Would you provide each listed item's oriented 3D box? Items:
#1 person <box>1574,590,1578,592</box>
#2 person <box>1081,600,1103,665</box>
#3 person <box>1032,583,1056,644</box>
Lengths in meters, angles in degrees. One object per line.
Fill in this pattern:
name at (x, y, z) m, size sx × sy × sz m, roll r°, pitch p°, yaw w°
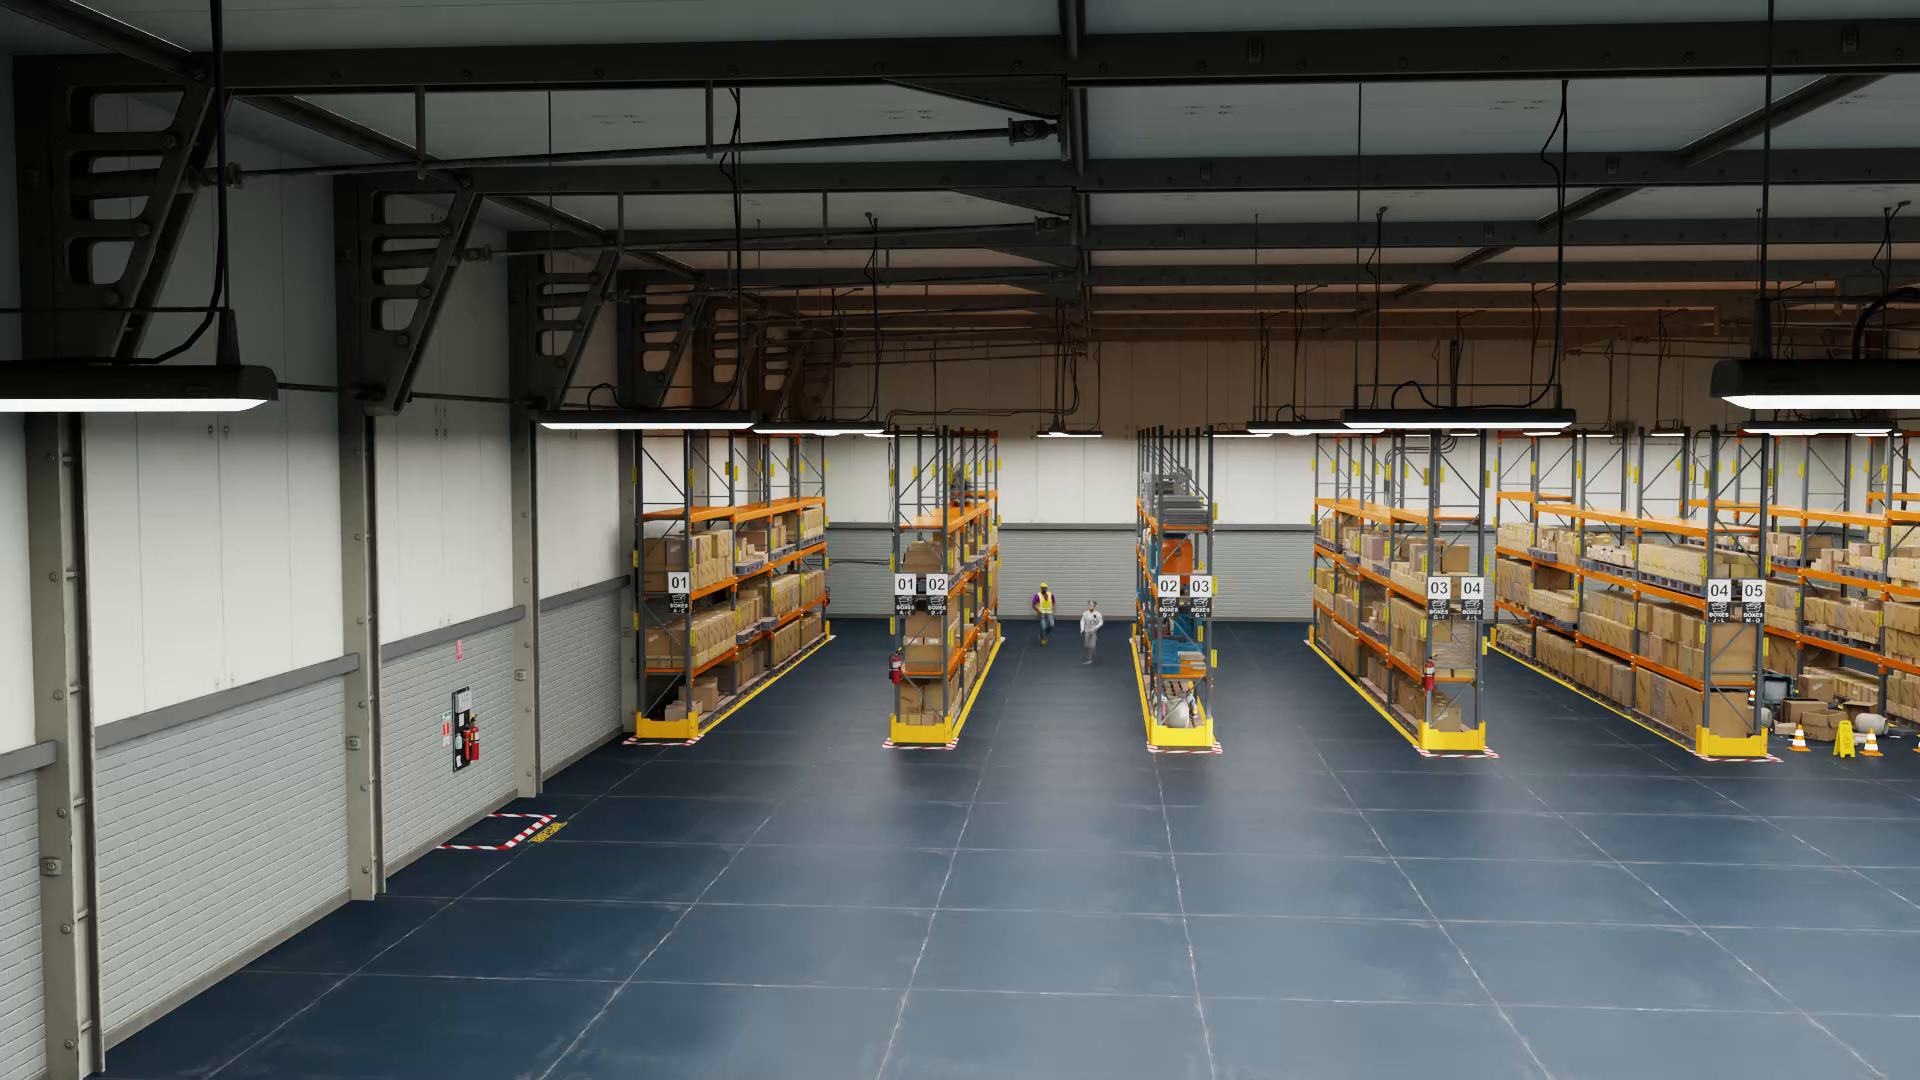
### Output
person at (16.850, 2.160, 45.693) m, size 0.639 × 1.655 × 0.628 m, roll -1°, pitch 3°, yaw -10°
person at (3.342, 2.362, 42.414) m, size 0.609 × 1.655 × 0.532 m, roll 1°, pitch 4°, yaw 17°
person at (2.392, 2.068, 46.507) m, size 0.725 × 1.727 × 0.538 m, roll -1°, pitch 4°, yaw -17°
